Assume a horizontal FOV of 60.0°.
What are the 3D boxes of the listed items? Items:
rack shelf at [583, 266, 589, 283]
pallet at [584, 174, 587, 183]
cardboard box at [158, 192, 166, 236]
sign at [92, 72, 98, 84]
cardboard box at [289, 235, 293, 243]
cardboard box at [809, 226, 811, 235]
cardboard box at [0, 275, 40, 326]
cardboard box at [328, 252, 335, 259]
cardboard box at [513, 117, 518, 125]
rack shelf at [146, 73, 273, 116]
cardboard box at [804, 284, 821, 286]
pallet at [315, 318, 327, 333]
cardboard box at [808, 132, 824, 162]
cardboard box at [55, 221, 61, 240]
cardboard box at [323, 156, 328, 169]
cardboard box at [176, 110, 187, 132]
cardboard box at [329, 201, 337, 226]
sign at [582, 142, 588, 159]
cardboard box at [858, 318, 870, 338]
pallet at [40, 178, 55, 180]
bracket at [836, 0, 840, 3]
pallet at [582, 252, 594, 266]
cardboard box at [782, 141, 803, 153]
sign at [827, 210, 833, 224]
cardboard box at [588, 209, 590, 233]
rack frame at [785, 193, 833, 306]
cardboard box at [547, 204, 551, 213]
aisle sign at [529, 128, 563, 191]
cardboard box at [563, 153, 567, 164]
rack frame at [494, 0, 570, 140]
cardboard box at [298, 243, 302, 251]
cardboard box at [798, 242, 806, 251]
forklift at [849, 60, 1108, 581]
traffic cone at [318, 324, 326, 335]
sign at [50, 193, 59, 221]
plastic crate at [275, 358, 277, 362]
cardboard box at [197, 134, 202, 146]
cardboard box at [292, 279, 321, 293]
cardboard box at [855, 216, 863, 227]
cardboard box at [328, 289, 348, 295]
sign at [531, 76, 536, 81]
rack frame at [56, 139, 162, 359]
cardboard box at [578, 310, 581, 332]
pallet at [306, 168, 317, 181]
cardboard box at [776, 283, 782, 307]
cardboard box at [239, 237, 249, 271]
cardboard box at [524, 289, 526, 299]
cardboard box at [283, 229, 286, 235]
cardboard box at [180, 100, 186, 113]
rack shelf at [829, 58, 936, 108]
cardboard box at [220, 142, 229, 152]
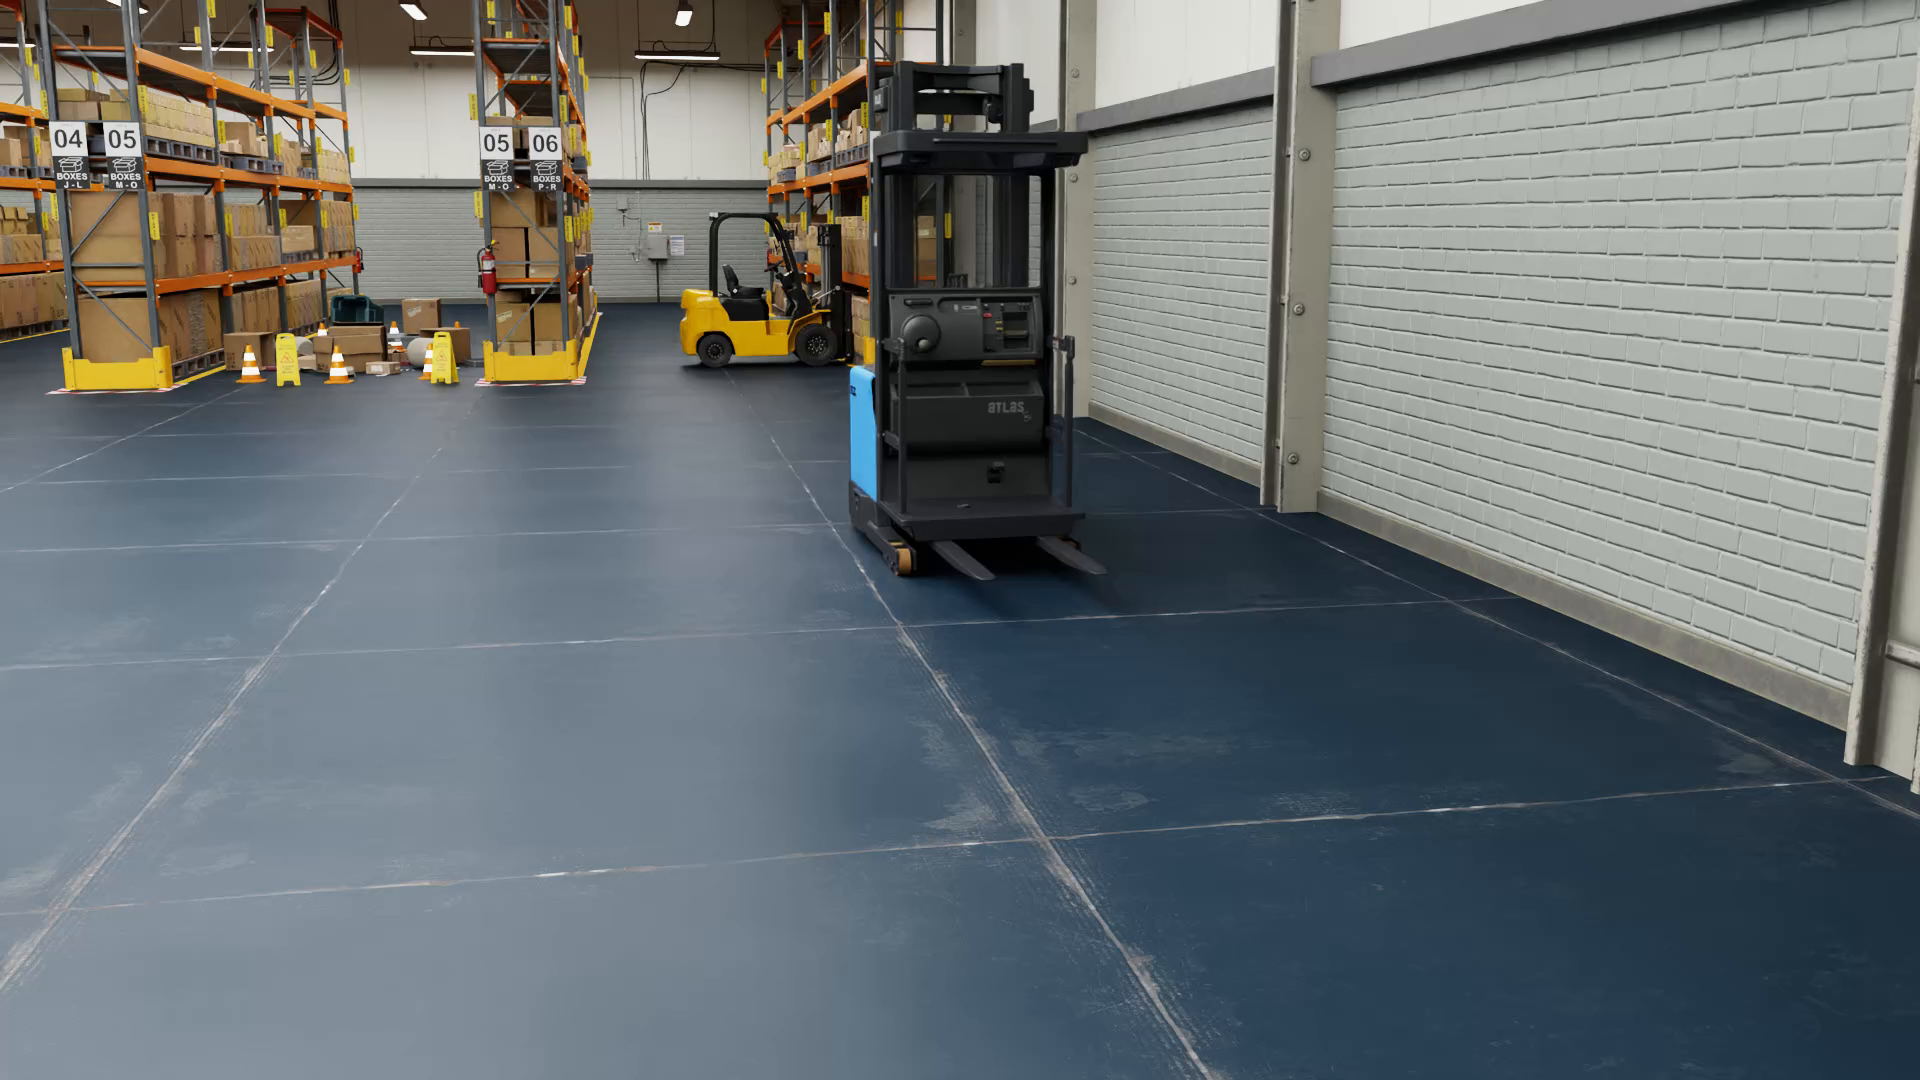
[{"bbox_3d":[-7.530,-5.046,31.112,1.077,0.370,4.000,-2,11,-11],"label":"rack shelf"},{"bbox_3d":[-8.301,-7.570,34.663,1.003,0.211,1.213,-2,11,-11],"label":"pallet"},{"bbox_3d":[-10.652,-4.138,21.127,0.875,0.550,0.550,-2,11,-11],"label":"cardboard box"},{"bbox_3d":[-17.882,-9.602,34.367,0.100,0.325,0.005,-2,11,-11],"label":"sign"},{"bbox_3d":[-12.080,-5.350,29.535,0.380,0.149,0.250,-2,11,-11],"label":"cardboard box"},{"bbox_3d":[-2.499,-5.513,29.636,0.380,0.149,0.250,-2,11,-9],"label":"cardboard box"},{"bbox_3d":[-17.321,-4.288,29.764,1.225,0.875,0.875,-3,11,-13],"label":"cardboard box"},{"bbox_3d":[-12.747,-5.699,33.288,0.380,0.149,0.250,-2,11,-10],"label":"cardboard box"},{"bbox_3d":[-5.953,-5.408,21.602,0.380,0.149,0.250,-2,11,-10],"label":"cardboard box"},{"bbox_3d":[-11.588,-6.865,25.690,1.077,0.370,4.000,-2,11,-11],"label":"rack shelf"},{"bbox_3d":[-2.764,-4.787,31.653,0.380,0.149,0.250,-2,11,-12],"label":"cardboard box"},{"bbox_3d":[-12.602,-4.055,31.439,1.003,0.211,1.213,-2,11,-11],"label":"pallet"},{"bbox_3d":[-2.371,-6.851,28.986,0.500,0.500,0.500,-2,11,-11],"label":"cardboard box"},{"bbox_3d":[-17.570,-6.035,31.981,0.500,0.500,0.500,-2,11,-11],"label":"cardboard box"},{"bbox_3d":[-12.705,-7.402,32.606,0.500,0.250,0.500,-2,11,-11],"label":"cardboard box"},{"bbox_3d":[-10.558,-5.544,21.995,0.500,0.250,0.500,-2,11,-11],"label":"cardboard box"},{"bbox_3d":[-12.787,-6.534,33.267,0.500,0.500,0.500,-2,11,-10],"label":"cardboard box"},{"bbox_3d":[-7.388,-7.670,32.726,0.100,0.325,0.005,-2,11,-11],"label":"sign"},{"bbox_3d":[-1.118,-2.926,22.941,0.500,0.250,0.500,-2,11,-12],"label":"cardboard box"},{"bbox_3d":[-18.022,-7.210,32.769,1.003,0.211,1.213,-2,11,-11],"label":"pallet"},{"bbox_3d":[-2.065,-10.259,30.902,0.076,0.066,4.783,-2,11,-11],"label":"bracket"},{"bbox_3d":[-6.898,-4.812,28.469,1.213,0.211,1.003,-2,11,-11],"label":"pallet"},{"bbox_3d":[-3.334,-7.835,33.194,0.396,0.266,0.258,-2,11,-12],"label":"cardboard box"},{"bbox_3d":[-2.025,-4.989,26.001,0.100,0.325,0.005,-2,11,-11],"label":"sign"},{"bbox_3d":[-8.239,-6.866,35.806,0.500,0.500,0.500,-2,11,-11],"label":"cardboard box"},{"bbox_3d":[-3.051,-5.948,33.923,1.000,3.000,0.127,-2,11,-11],"label":"rack frame"},{"bbox_3d":[-6.420,-5.314,26.673,0.380,0.149,0.250,-1,11,-8],"label":"cardboard box"},{"bbox_3d":[-5.269,-4.843,21.165,0.394,0.787,0.004,-2,11,-11],"label":"aisle sign"},{"bbox_3d":[-5.586,-5.225,22.777,0.380,0.149,0.250,-2,11,-10],"label":"cardboard box"},{"bbox_3d":[-6.363,-7.246,24.702,1.000,3.000,0.127,-2,11,-11],"label":"rack frame"},{"bbox_3d":[-12.227,-5.346,30.313,0.380,0.149,0.250,-2,11,-9],"label":"cardboard box"},{"bbox_3d":[-2.777,-5.404,30.613,0.380,0.149,0.250,-2,11,-10],"label":"cardboard box"},{"bbox_3d":[0.090,-1.308,9.728,1.130,2.935,3.031,-3,11,-13],"label":"forklift"},{"bbox_3d":[-9.978,-3.155,26.037,0.336,0.463,0.334,-2,11,-11],"label":"traffic cone"},{"bbox_3d":[-10.956,-4.035,20.144,0.100,0.325,0.005,-2,11,-11],"label":"sign"},{"bbox_3d":[-9.880,-2.763,24.560,0.450,0.188,0.662,-7,8,20],"label":"plastic crate"},{"bbox_3d":[-10.664,-5.511,22.886,0.380,0.149,0.250,-2,11,-11],"label":"cardboard box"},{"bbox_3d":[-12.362,-4.787,31.383,0.500,0.250,0.500,-2,11,-13],"label":"cardboard box"},{"bbox_3d":[-1.284,-4.502,23.530,0.380,0.149,0.250,-2,11,-10],"label":"cardboard box"},{"bbox_3d":[-12.918,-5.124,34.505,0.380,0.149,0.250,-2,11,-9],"label":"cardboard box"},{"bbox_3d":[-9.242,-9.965,36.063,0.100,0.325,0.005,-2,11,-11],"label":"sign"},{"bbox_3d":[-10.421,-3.367,20.365,1.000,3.000,0.127,-2,11,-11],"label":"rack frame"},{"bbox_3d":[-6.747,-3.570,27.336,0.950,0.372,0.625,-2,11,-9],"label":"cardboard box"},{"bbox_3d":[-12.739,-6.832,31.050,1.213,0.211,1.003,-2,11,-11],"label":"pallet"},{"bbox_3d":[-3.674,-5.386,36.534,0.700,0.500,0.500,-2,11,-9],"label":"cardboard box"},{"bbox_3d":[-11.136,-4.349,25.255,0.500,0.500,0.500,-2,11,-11],"label":"cardboard box"},{"bbox_3d":[-6.229,-3.405,23.055,0.380,0.149,0.250,-2,11,-9],"label":"cardboard box"},{"bbox_3d":[-11.975,-5.396,28.981,0.380,0.149,0.250,-2,11,-11],"label":"cardboard box"},{"bbox_3d":[-10.519,-5.764,22.085,0.380,0.149,0.250,-2,11,-10],"label":"cardboard box"},{"bbox_3d":[-1.106,-6.511,23.831,1.077,0.370,4.000,-2,11,-11],"label":"rack shelf"},{"bbox_3d":[-11.157,-5.906,24.961,0.250,0.149,0.380,-2,11,-11],"label":"cardboard box"}]
